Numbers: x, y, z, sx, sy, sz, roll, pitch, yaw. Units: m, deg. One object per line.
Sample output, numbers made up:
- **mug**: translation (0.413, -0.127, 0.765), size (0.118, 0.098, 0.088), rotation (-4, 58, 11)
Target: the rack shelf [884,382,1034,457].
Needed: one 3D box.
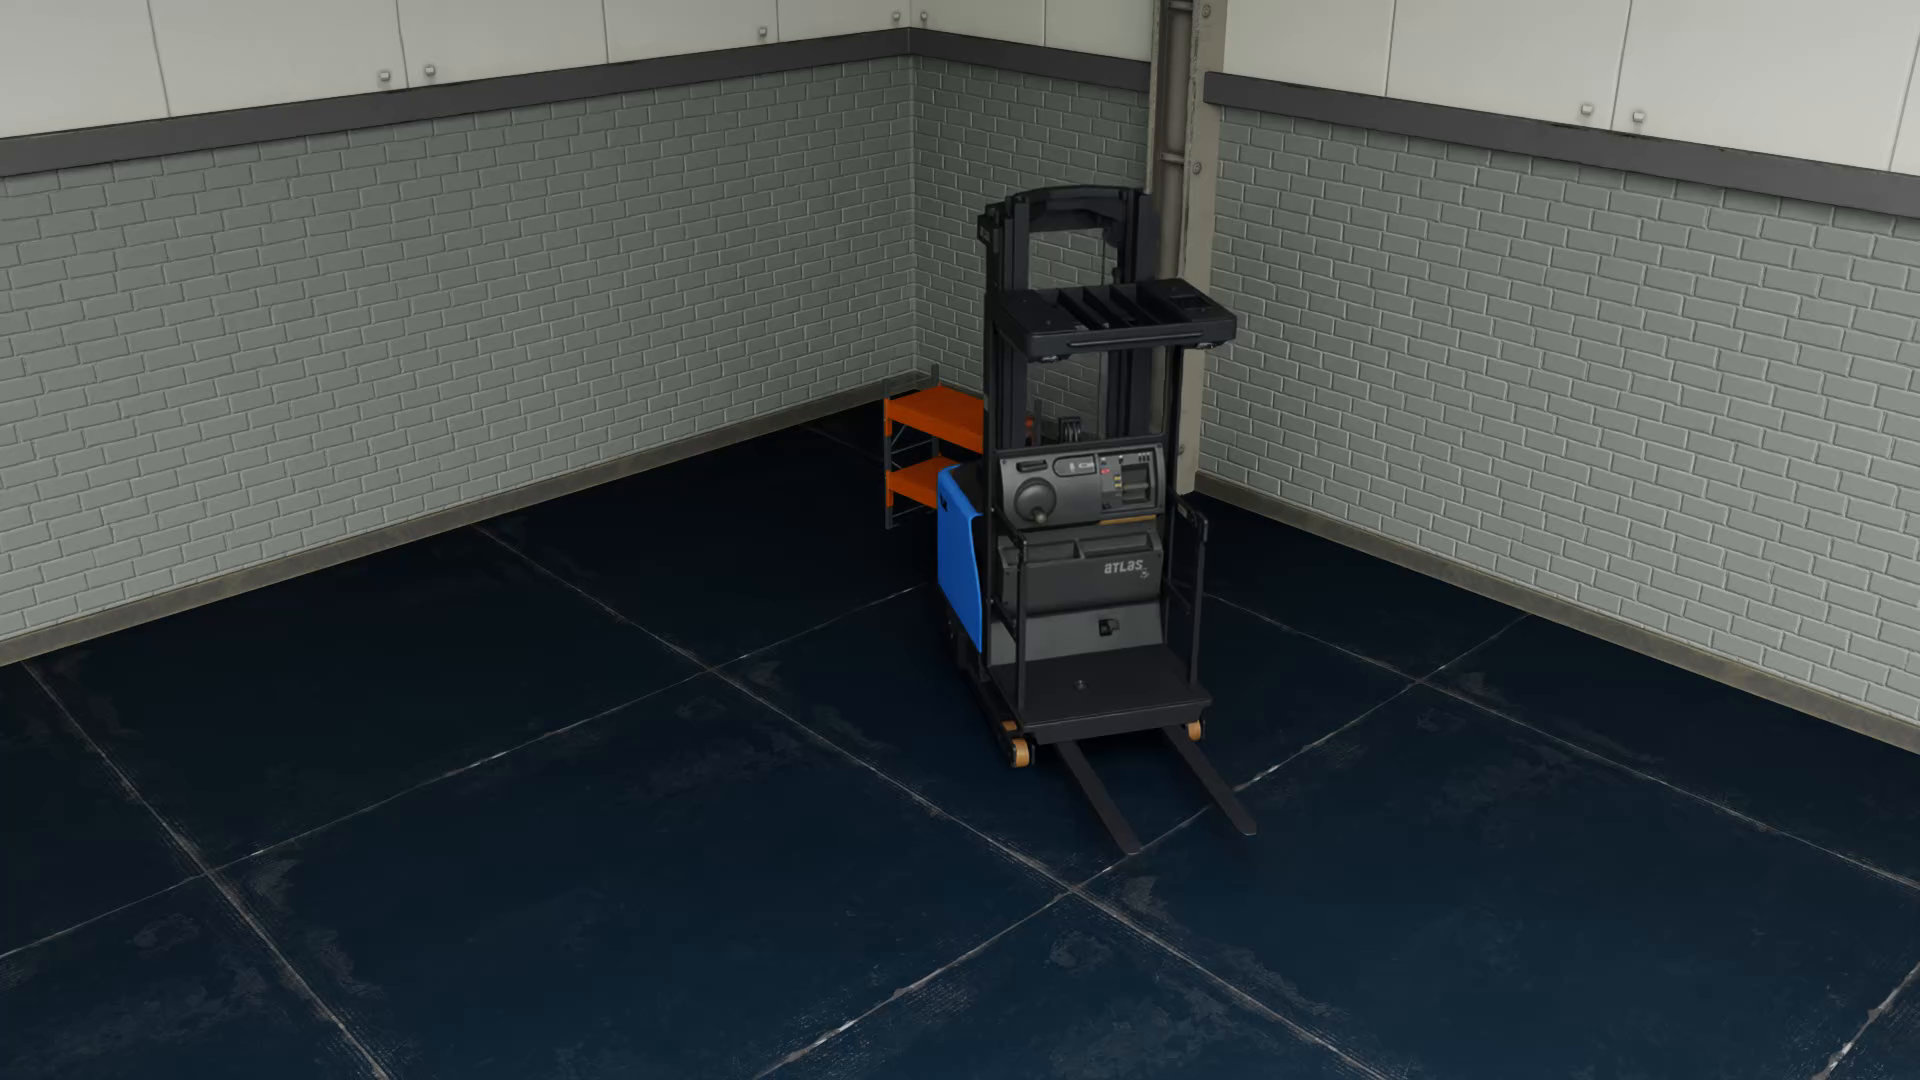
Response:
- **rack shelf**: translation (0.005, -0.776, 11.391), size (0.538, 0.278, 1.000), rotation (-21, 32, -38)

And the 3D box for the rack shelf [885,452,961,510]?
- **rack shelf**: translation (0.005, -0.287, 11.614), size (0.538, 0.278, 1.000), rotation (-21, 32, -38)

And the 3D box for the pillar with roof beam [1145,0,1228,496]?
- **pillar with roof beam**: translation (-1.595, -3.275, 8.087), size (9.100, 9.000, 0.400), rotation (-21, 32, -38)

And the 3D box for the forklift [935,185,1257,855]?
- **forklift**: translation (0.726, -0.273, 8.818), size (1.130, 2.935, 3.031), rotation (-6, 25, -14)

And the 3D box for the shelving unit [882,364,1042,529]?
- **shelving unit**: translation (0.005, -0.510, 11.512), size (0.538, 1.125, 1.048), rotation (-21, 32, -38)

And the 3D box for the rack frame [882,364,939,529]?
- **rack frame**: translation (-0.343, -0.664, 11.850), size (0.500, 1.125, 0.032), rotation (-21, 32, -38)

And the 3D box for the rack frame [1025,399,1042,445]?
- **rack frame**: translation (0.352, -0.356, 11.174), size (0.500, 1.125, 0.032), rotation (-21, 32, -38)
